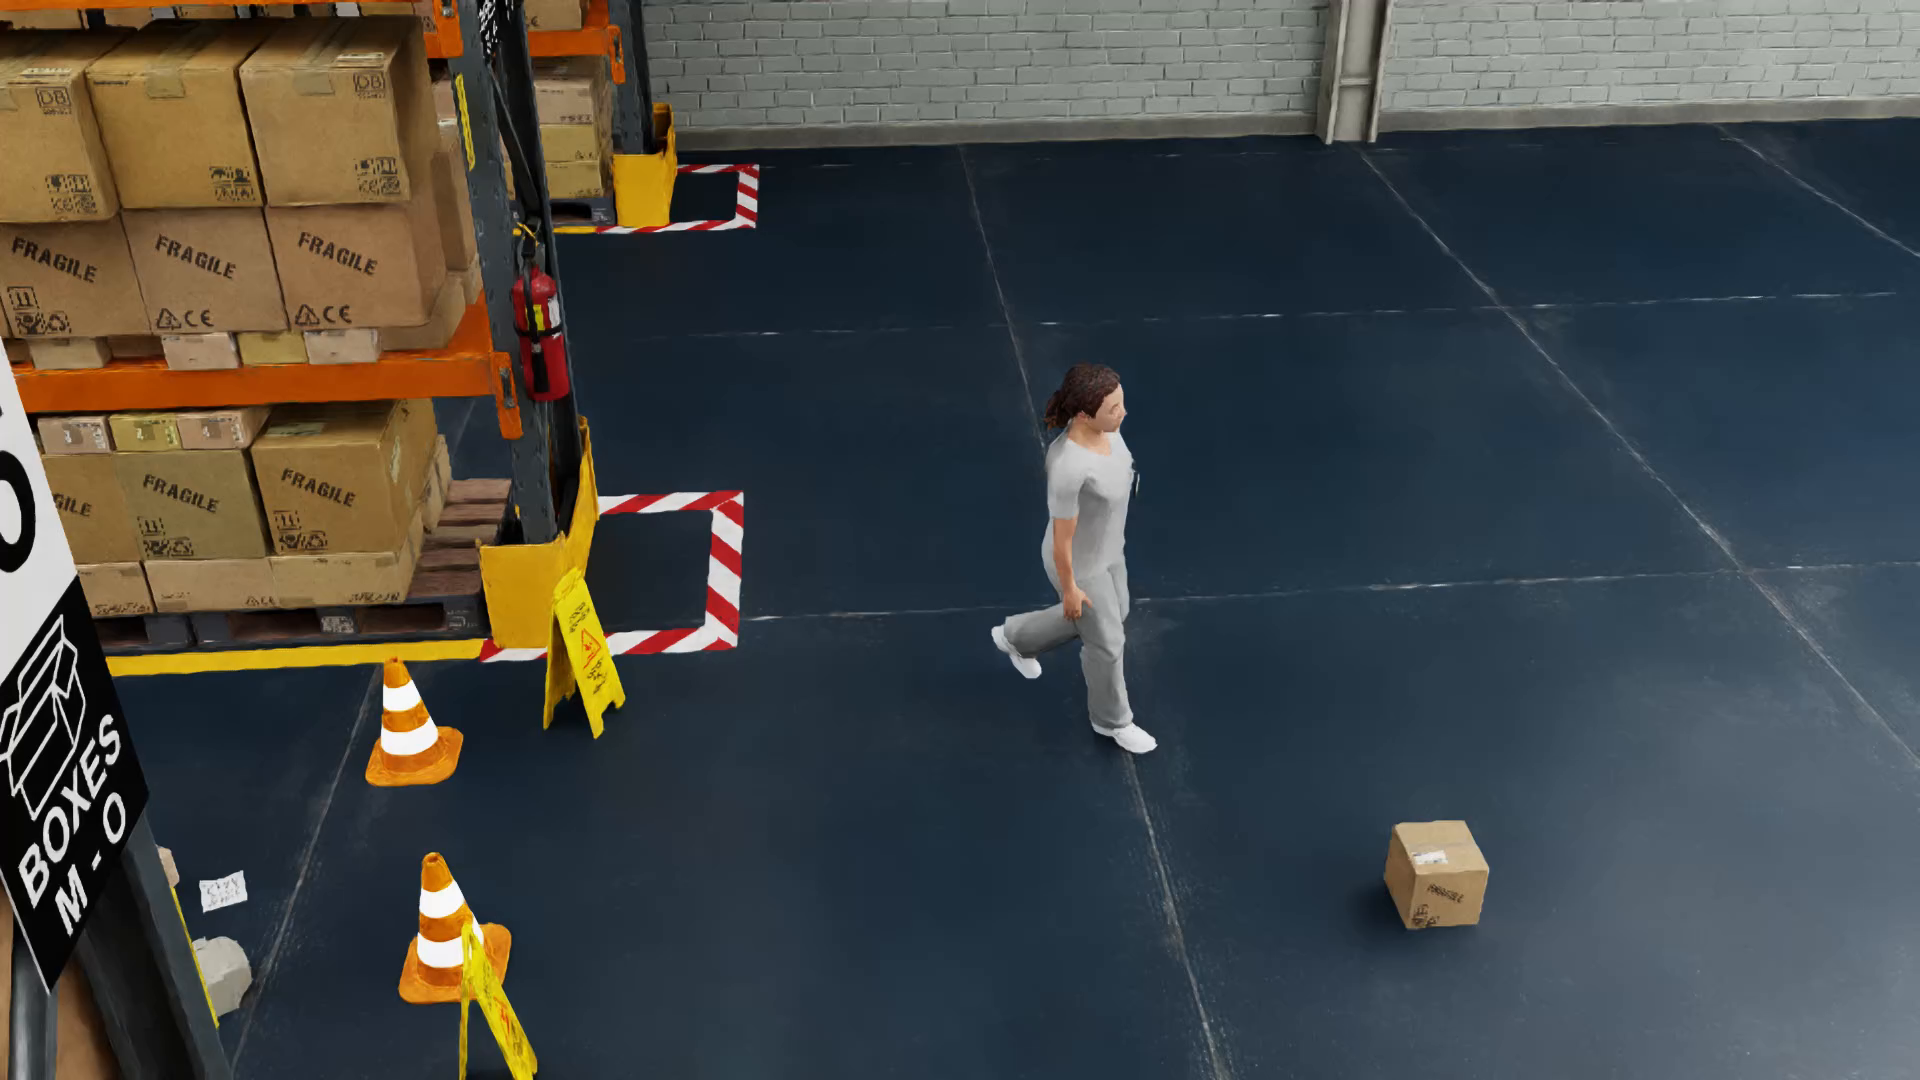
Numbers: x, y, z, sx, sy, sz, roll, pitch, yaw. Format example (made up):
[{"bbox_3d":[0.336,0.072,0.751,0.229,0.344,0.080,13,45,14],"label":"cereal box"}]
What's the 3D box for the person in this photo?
[{"bbox_3d":[0.398,0.048,6.058,0.750,1.644,0.506,16,35,25],"label":"person"}]
